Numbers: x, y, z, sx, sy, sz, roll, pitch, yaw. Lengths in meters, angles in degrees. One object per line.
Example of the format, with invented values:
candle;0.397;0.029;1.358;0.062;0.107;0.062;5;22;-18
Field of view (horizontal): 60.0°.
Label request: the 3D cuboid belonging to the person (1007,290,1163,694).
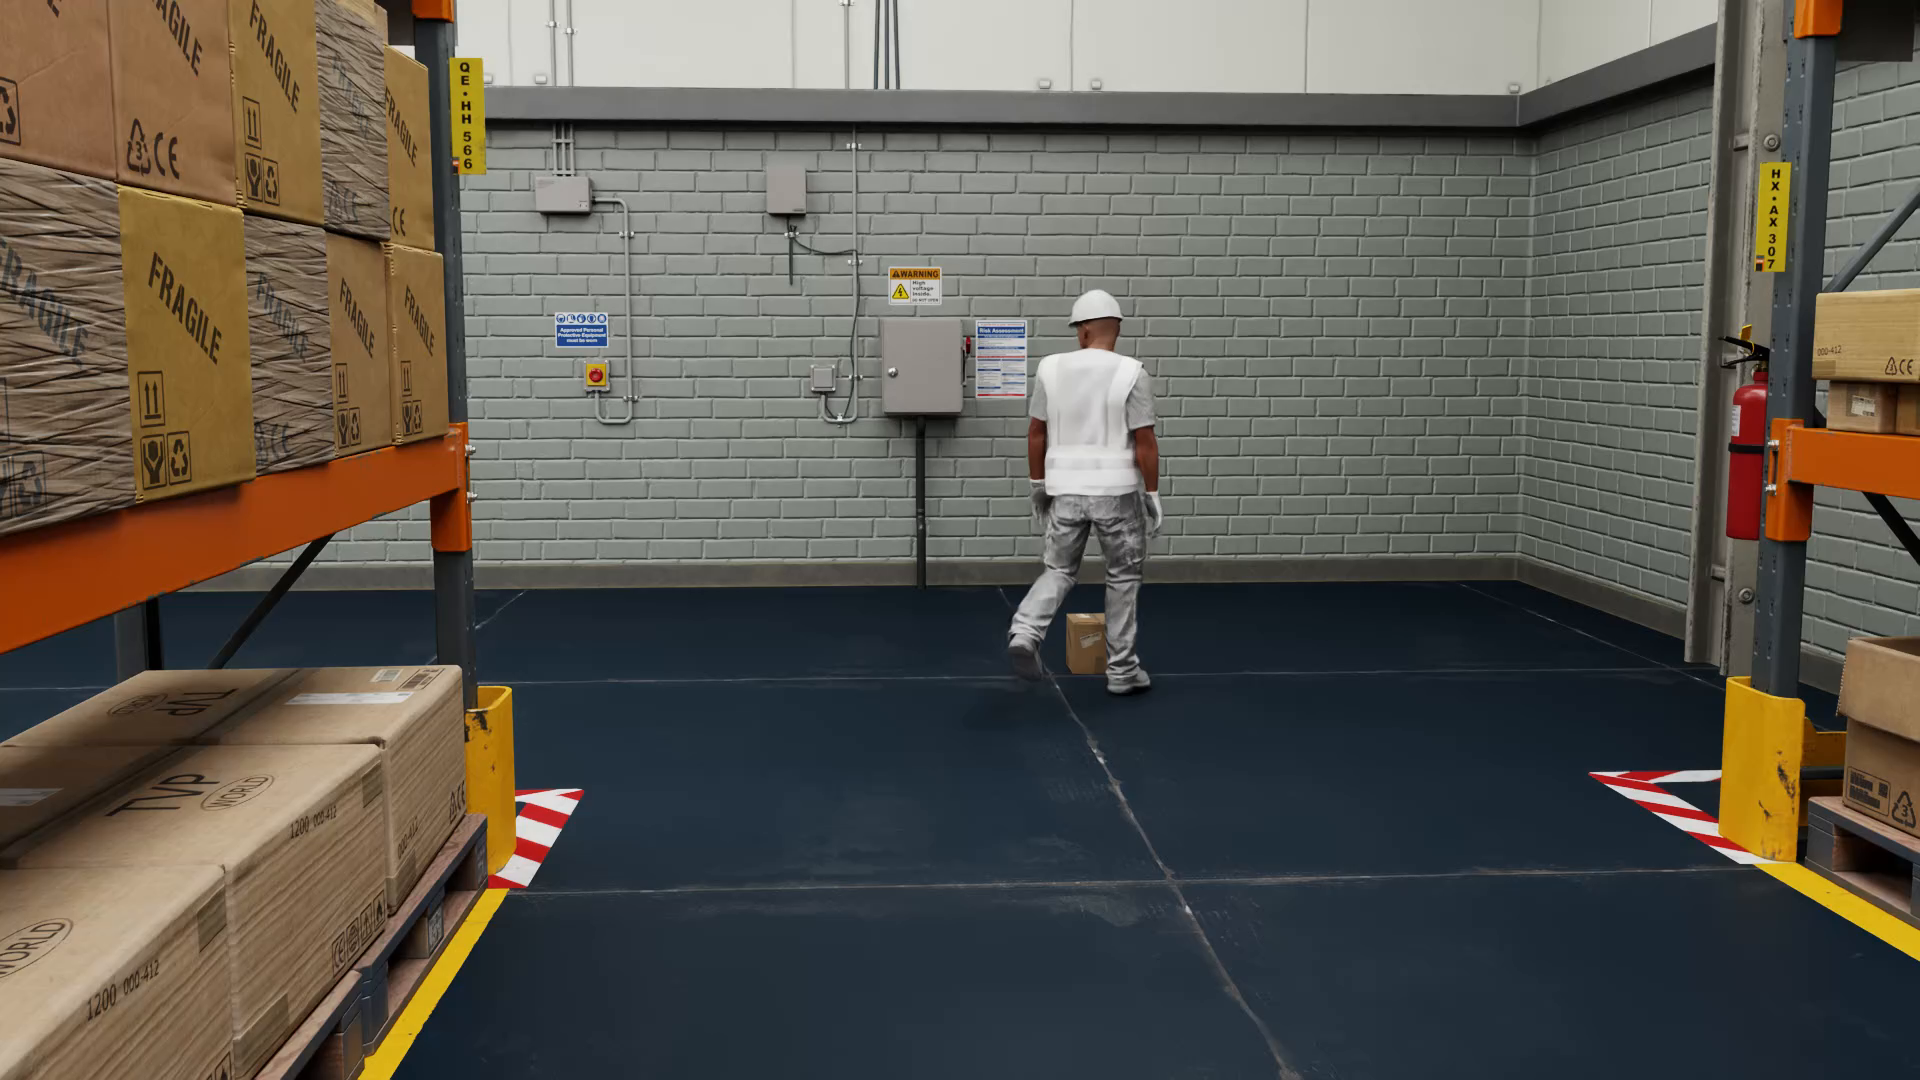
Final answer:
person;0.572;-0.195;7.235;0.600;1.769;0.737;3;8;26
